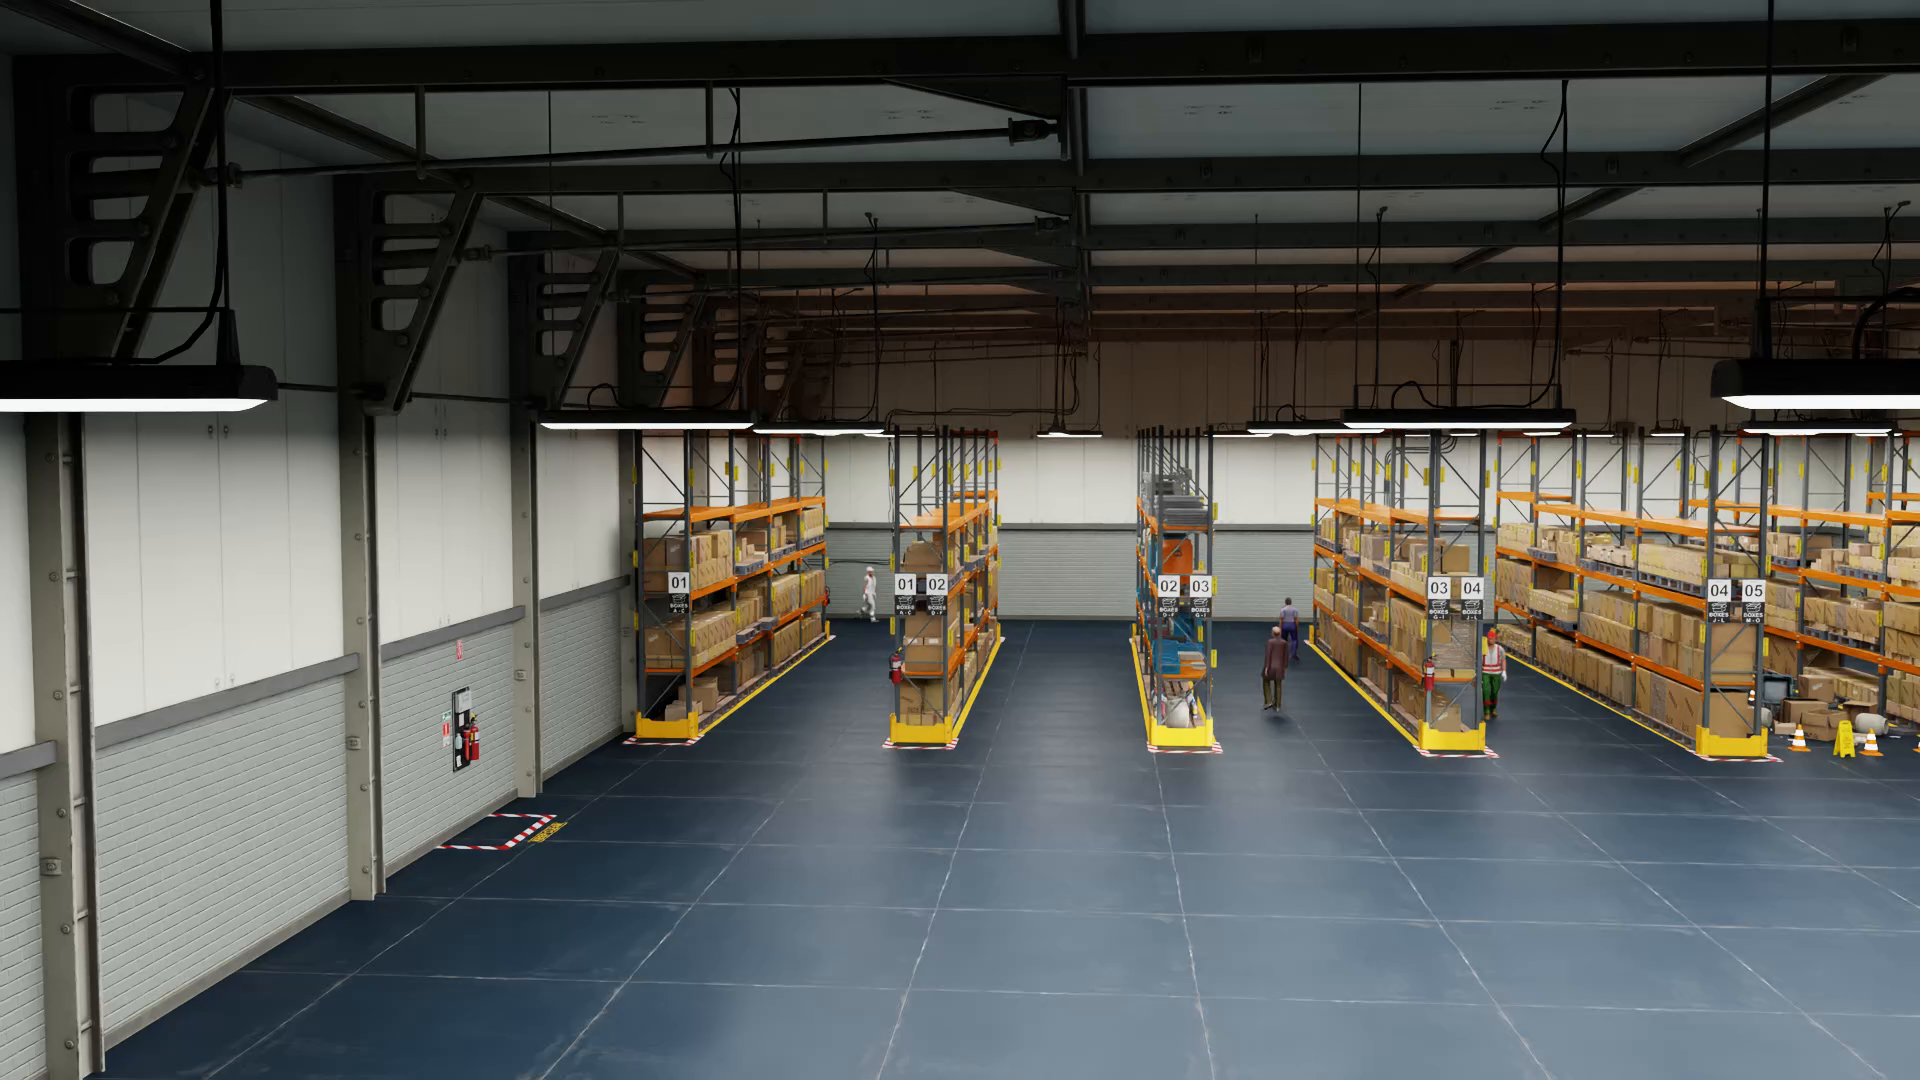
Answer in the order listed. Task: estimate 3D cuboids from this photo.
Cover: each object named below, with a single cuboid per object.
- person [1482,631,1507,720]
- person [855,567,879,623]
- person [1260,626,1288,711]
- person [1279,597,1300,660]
[{"bbox_3d":[10.931,2.784,34.243,0.618,1.825,0.596,1,4,17],"label":"person"},{"bbox_3d":[-2.892,1.710,52.160,0.933,1.758,0.527,2,4,25],"label":"person"},{"bbox_3d":[6.679,2.740,35.125,0.578,1.814,0.594,0,3,-3],"label":"person"},{"bbox_3d":[8.569,2.318,43.238,0.517,1.630,0.529,0,3,4],"label":"person"}]
